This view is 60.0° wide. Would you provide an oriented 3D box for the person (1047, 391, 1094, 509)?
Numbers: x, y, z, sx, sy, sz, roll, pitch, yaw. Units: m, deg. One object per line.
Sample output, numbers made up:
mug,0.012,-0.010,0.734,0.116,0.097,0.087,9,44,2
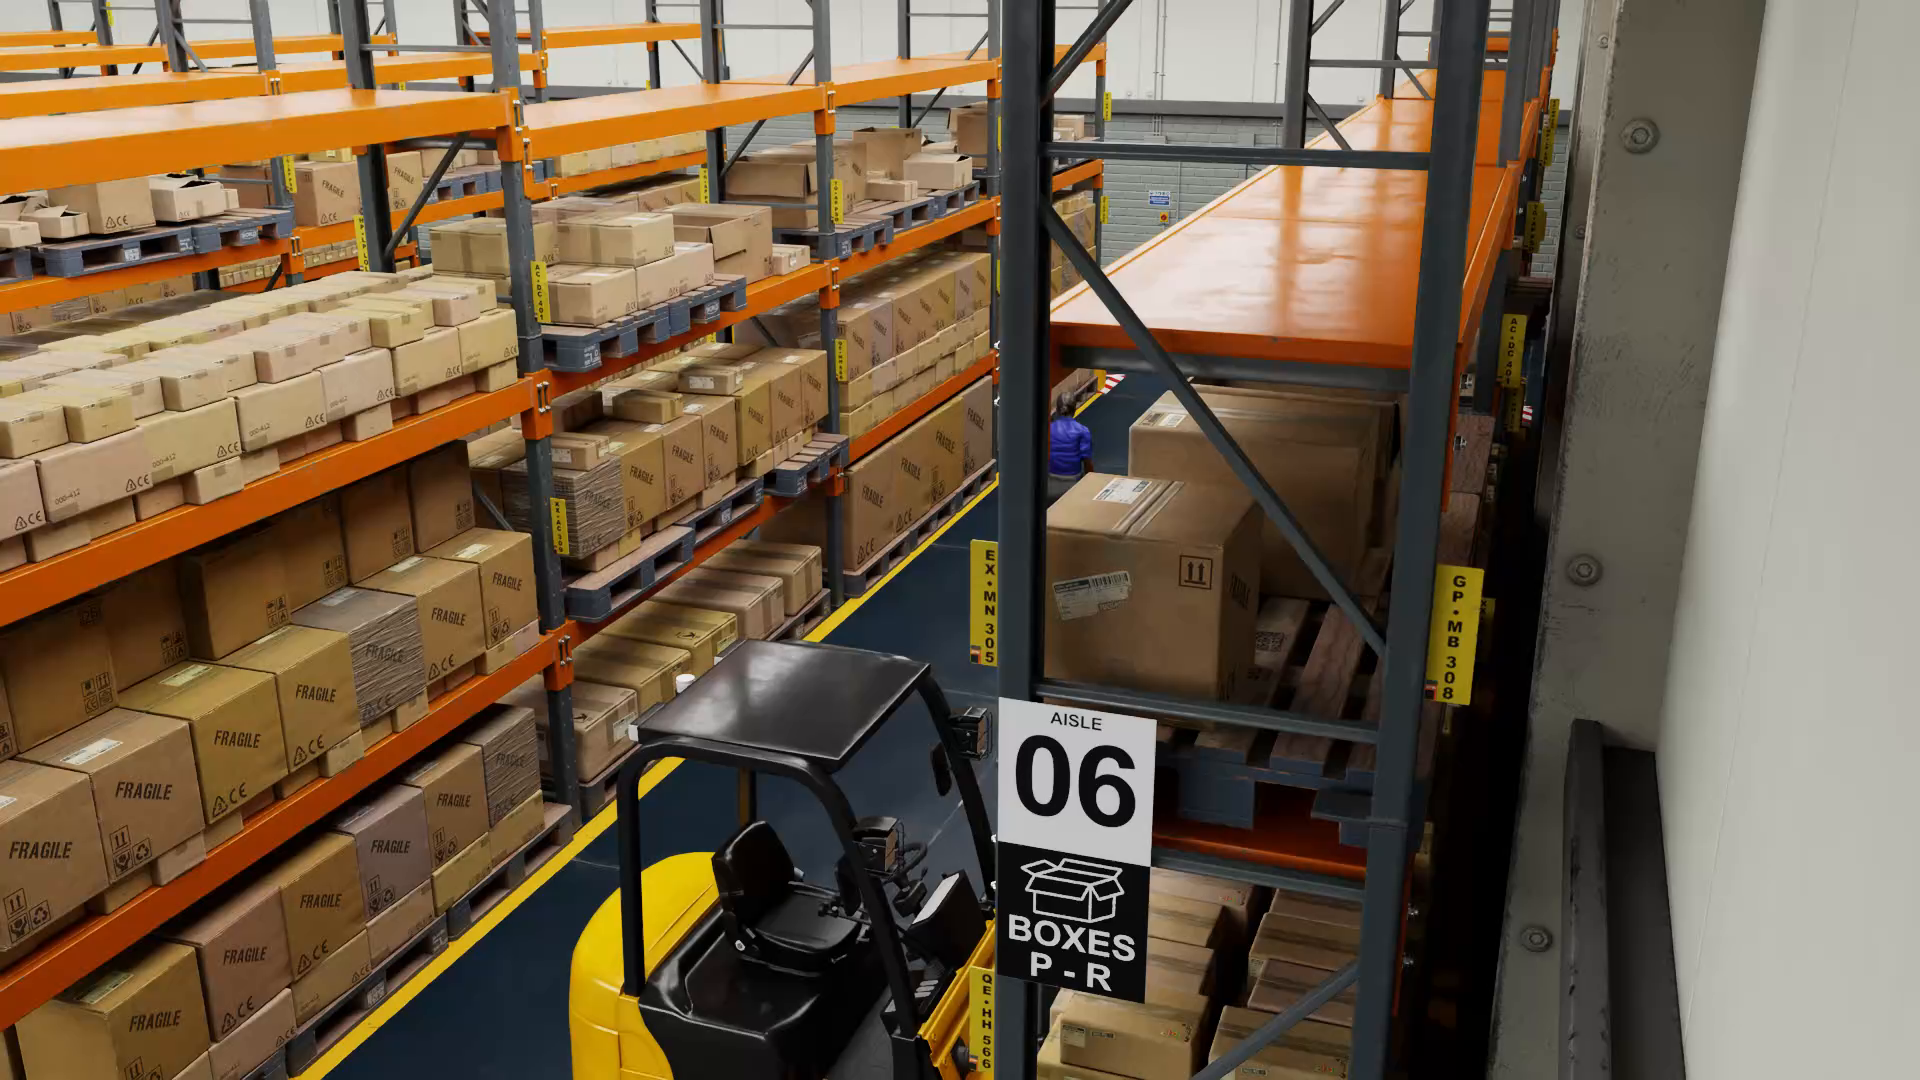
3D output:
person,0.883,-0.412,13.779,0.503,1.656,0.349,6,20,16
